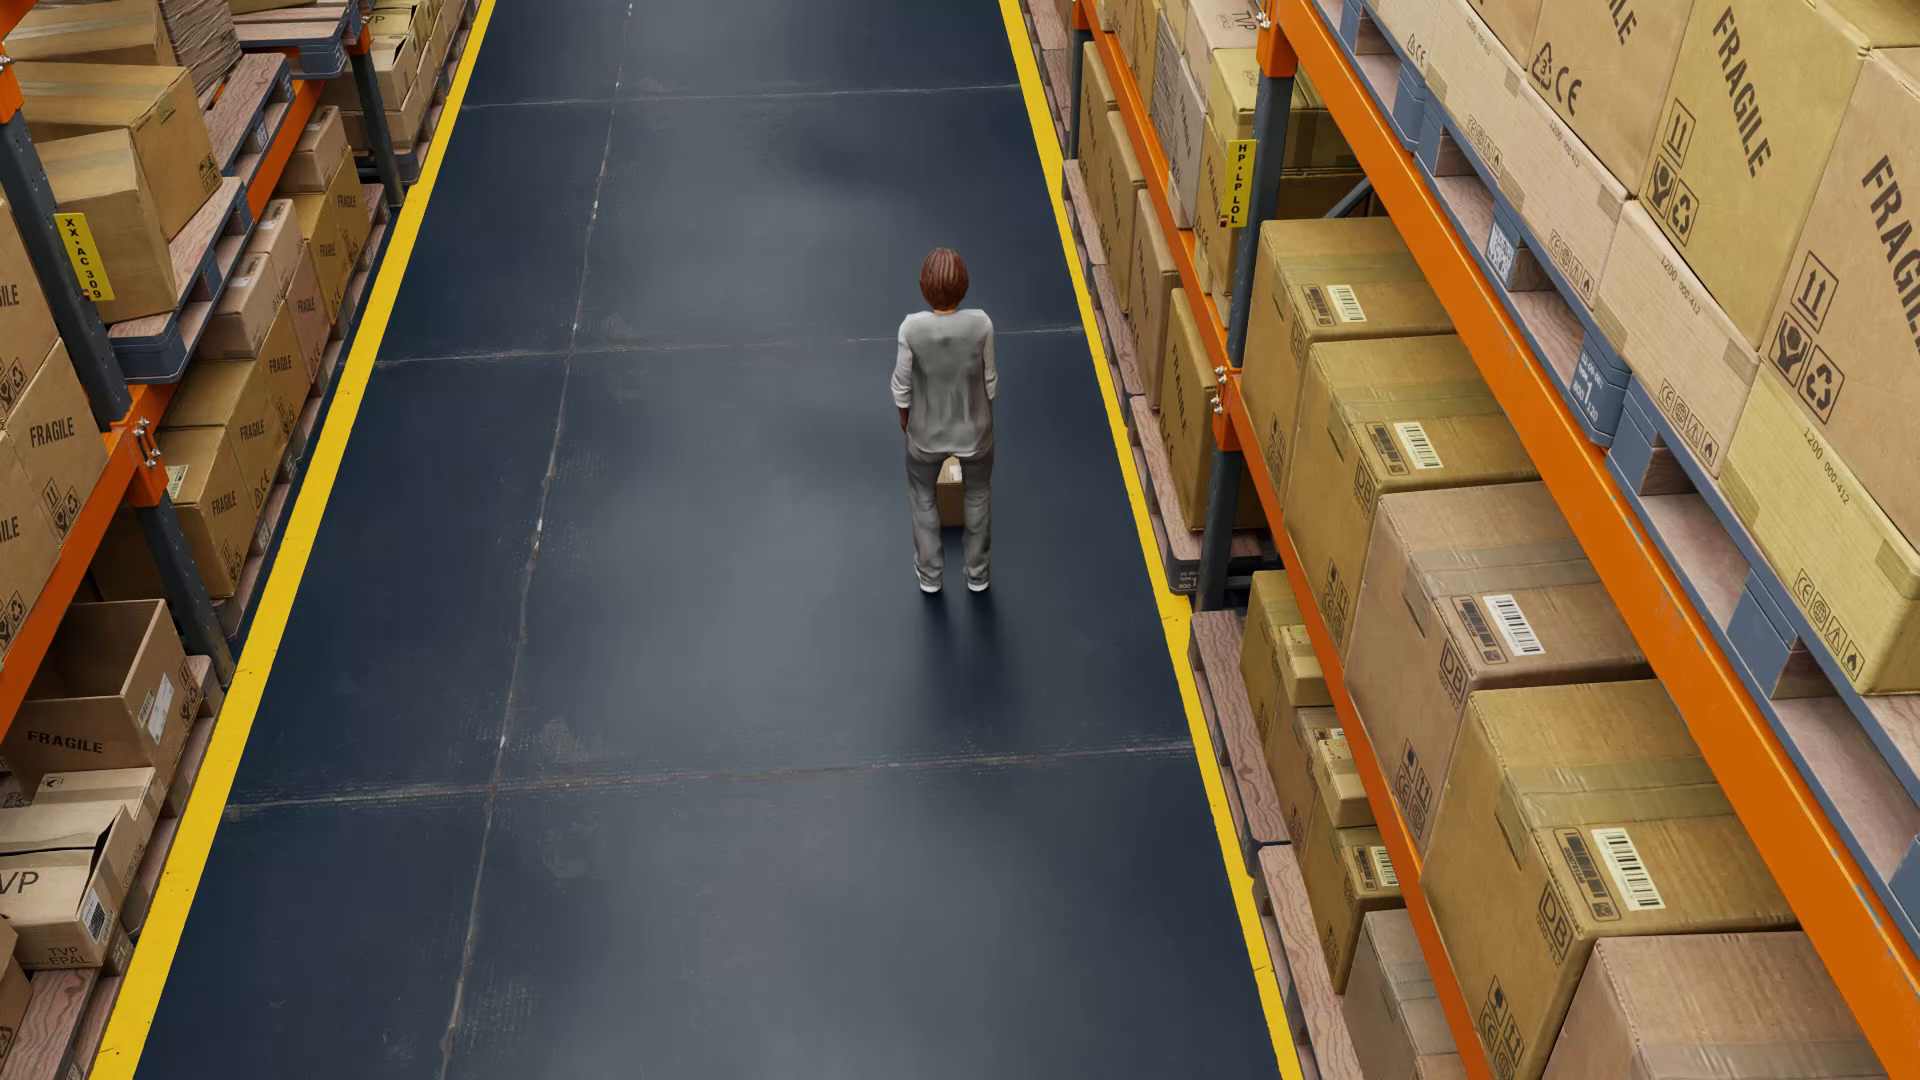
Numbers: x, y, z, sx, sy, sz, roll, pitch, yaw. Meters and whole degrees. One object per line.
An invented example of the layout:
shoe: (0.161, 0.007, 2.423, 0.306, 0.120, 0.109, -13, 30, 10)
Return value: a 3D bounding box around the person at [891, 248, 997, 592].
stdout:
person: (-0.062, -0.433, 6.724, 0.420, 1.556, 0.353, -2, 40, -2)
